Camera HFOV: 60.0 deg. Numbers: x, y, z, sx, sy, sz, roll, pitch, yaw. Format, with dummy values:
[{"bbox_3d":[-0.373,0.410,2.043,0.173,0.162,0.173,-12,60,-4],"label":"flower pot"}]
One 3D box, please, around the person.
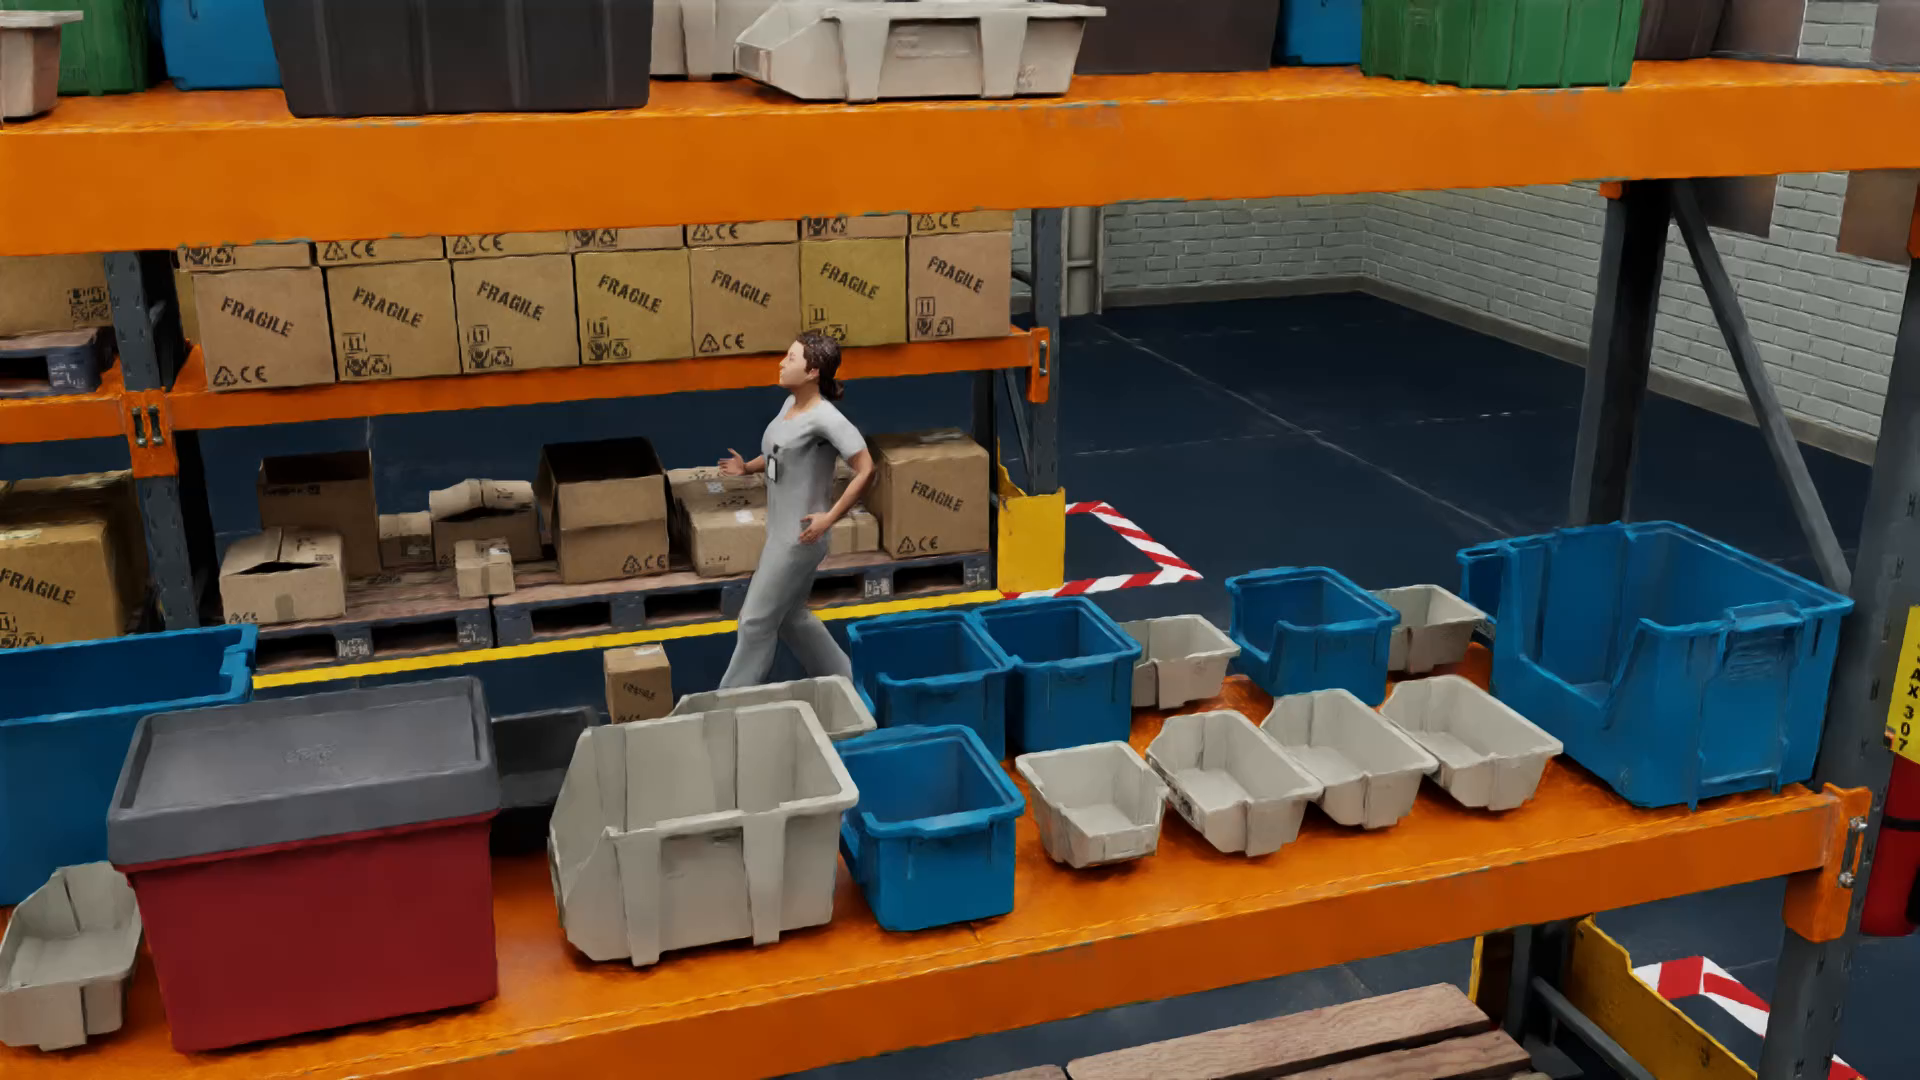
[{"bbox_3d":[-0.750,-0.001,6.604,0.788,1.648,0.531,-4,20,-12],"label":"person"}]
